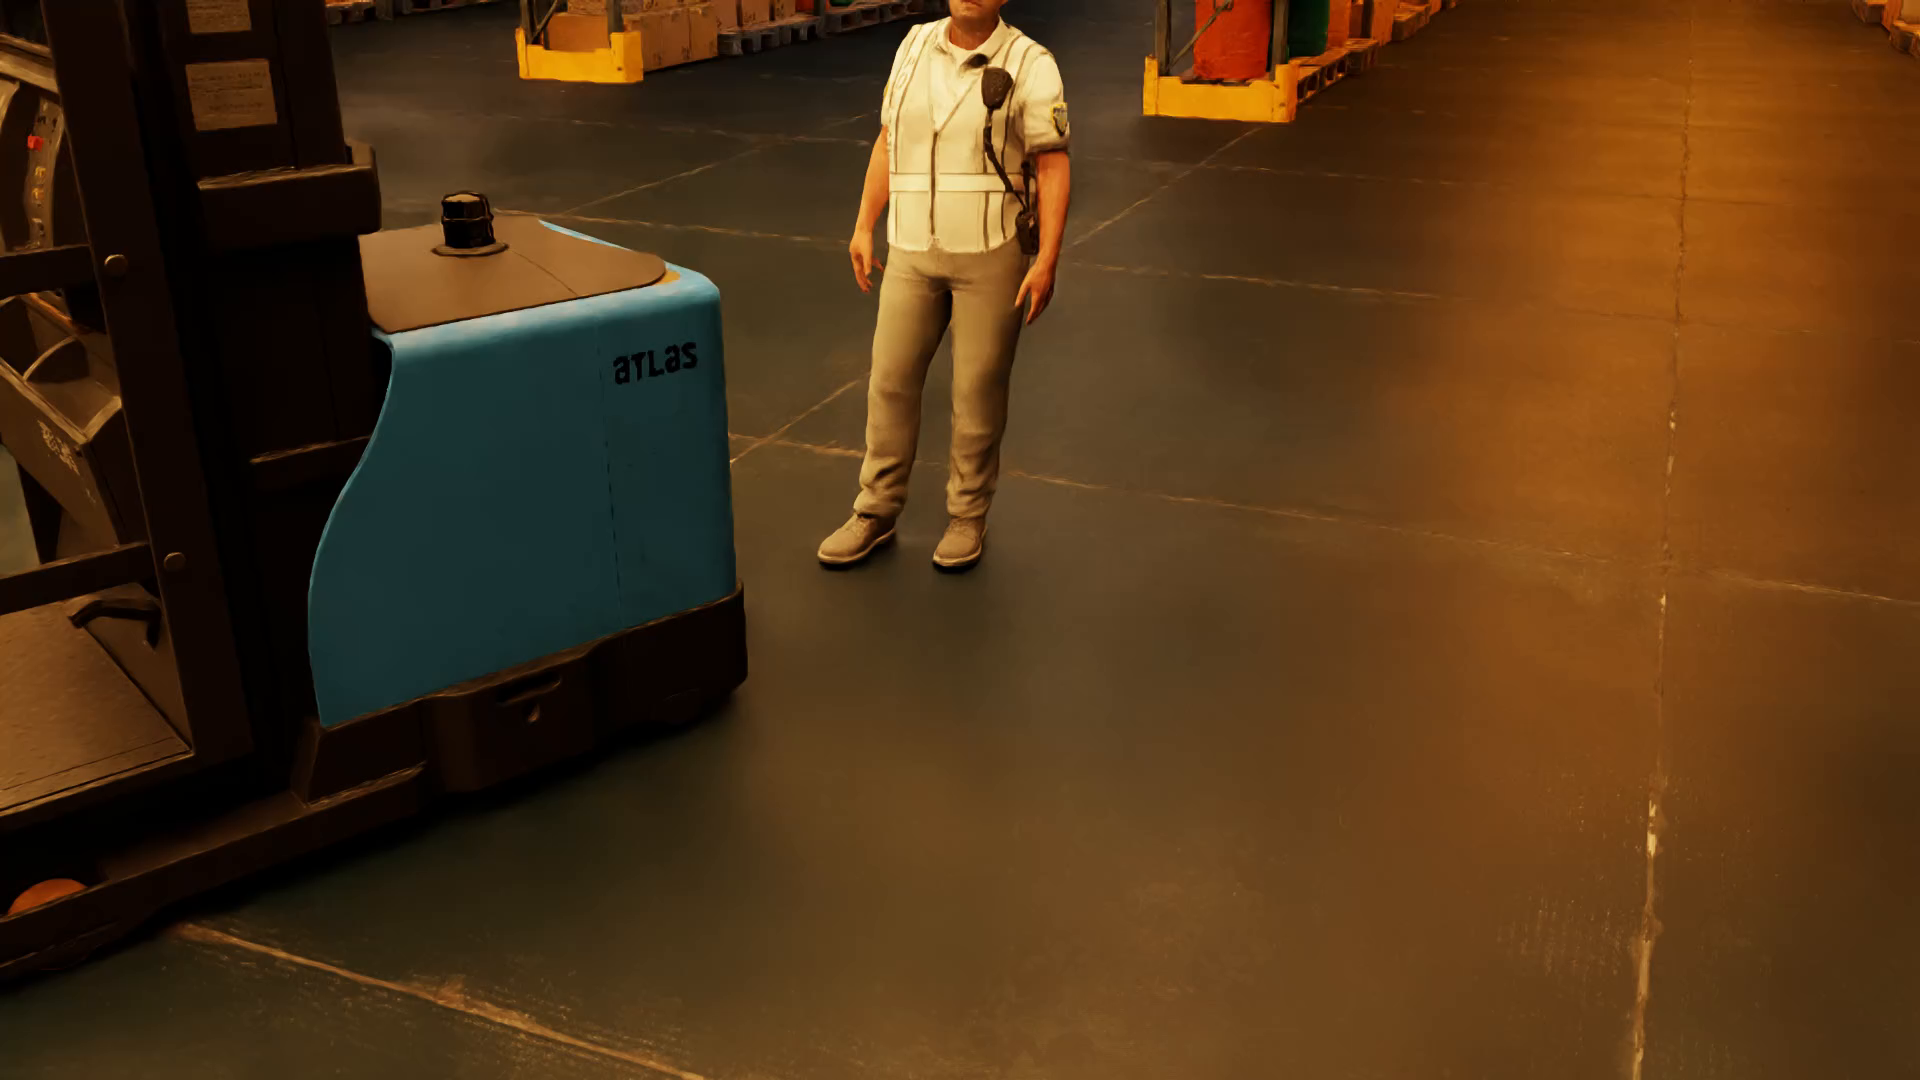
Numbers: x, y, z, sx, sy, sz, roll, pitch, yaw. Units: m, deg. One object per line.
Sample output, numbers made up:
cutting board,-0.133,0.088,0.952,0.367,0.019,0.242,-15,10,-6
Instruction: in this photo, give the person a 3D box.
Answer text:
person,-6.859,-10.961,19.647,26.738,9.000,28.165,9,24,21

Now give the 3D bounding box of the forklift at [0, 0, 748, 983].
forklift,-1.969,-0.719,3.012,3.031,2.935,1.130,-18,29,-37
